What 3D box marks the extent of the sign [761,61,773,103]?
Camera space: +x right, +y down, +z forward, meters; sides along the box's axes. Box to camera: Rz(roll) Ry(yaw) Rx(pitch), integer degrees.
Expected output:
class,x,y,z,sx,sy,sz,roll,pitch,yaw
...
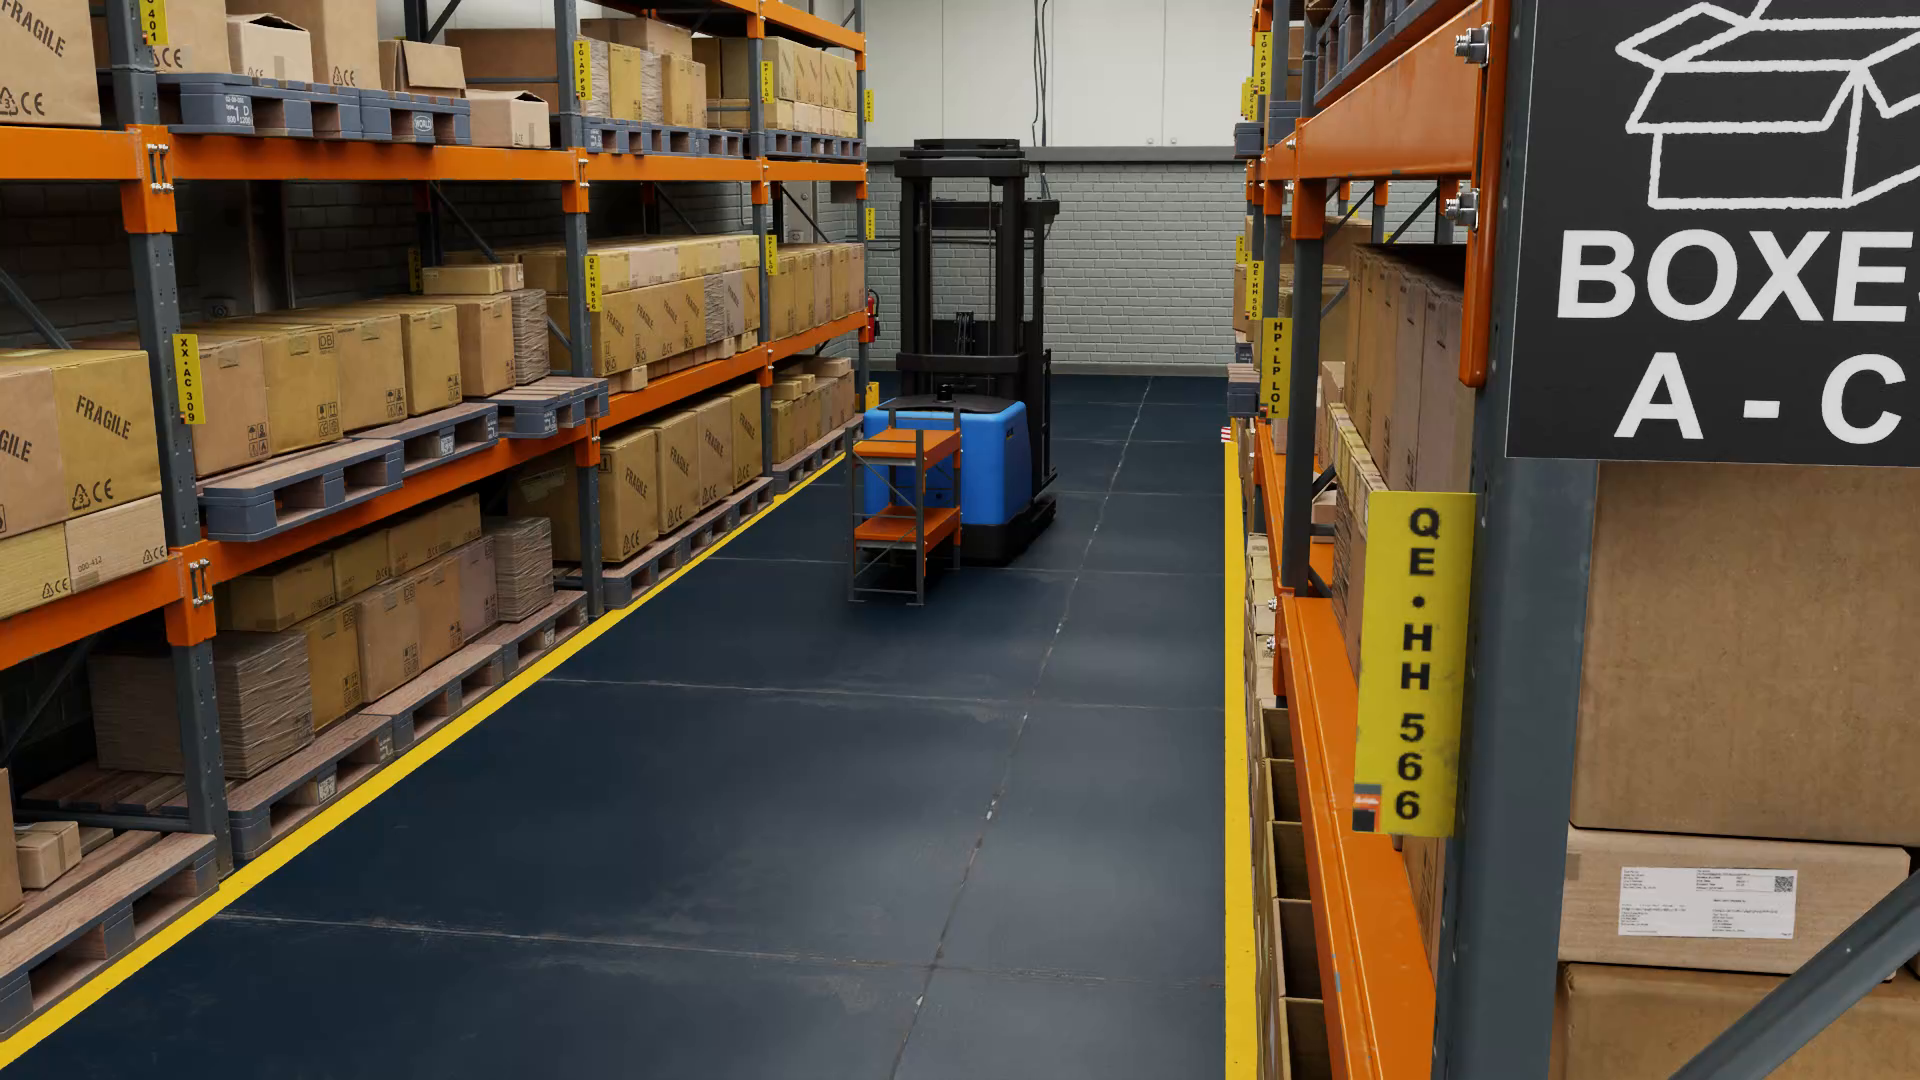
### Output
class,x,y,z,sx,sy,sz,roll,pitch,yaw
sign,-1.561,-3.696,13.430,0.100,0.325,0.005,2,12,9

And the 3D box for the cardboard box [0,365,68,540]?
class,x,y,z,sx,sy,sz,roll,pitch,yaw
cardboard box,-3.167,-0.264,5.127,0.500,0.500,0.500,2,12,8

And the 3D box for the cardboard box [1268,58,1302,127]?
class,x,y,z,sx,sy,sz,roll,pitch,yaw
cardboard box,2.216,-2.454,9.401,0.910,0.500,0.500,2,12,9

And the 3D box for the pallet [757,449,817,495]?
class,x,y,z,sx,sy,sz,roll,pitch,yaw
pallet,-1.904,-0.631,14.923,1.003,0.211,1.213,2,12,9

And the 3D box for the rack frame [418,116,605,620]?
class,x,y,z,sx,sy,sz,roll,pitch,yaw
rack frame,-2.713,-1.006,10.042,1.000,3.000,0.127,2,12,9

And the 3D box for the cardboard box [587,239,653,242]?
class,x,y,z,sx,sy,sz,roll,pitch,yaw
cardboard box,-2.572,-2.109,12.387,0.500,0.250,0.500,1,12,7

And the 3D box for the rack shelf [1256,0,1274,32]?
class,x,y,z,sx,sy,sz,roll,pitch,yaw
rack shelf,2.489,-3.648,10.719,1.077,0.370,4.000,2,12,9

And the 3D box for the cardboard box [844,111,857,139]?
class,x,y,z,sx,sy,sz,roll,pitch,yaw
cardboard box,-1.333,-4.158,16.668,0.500,0.250,0.500,2,12,10

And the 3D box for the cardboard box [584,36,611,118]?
class,x,y,z,sx,sy,sz,roll,pitch,yaw
cardboard box,-2.666,-2.951,10.666,0.700,0.500,0.500,1,12,6

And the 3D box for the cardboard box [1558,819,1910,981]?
class,x,y,z,sx,sy,sz,roll,pitch,yaw
cardboard box,0.822,0.367,1.893,0.380,0.149,0.250,2,12,8

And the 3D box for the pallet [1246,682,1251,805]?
class,x,y,z,sx,sy,sz,roll,pitch,yaw
pallet,1.827,0.940,7.631,1.003,0.211,1.213,2,12,9

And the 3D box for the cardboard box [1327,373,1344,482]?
class,x,y,z,sx,sy,sz,roll,pitch,yaw
cardboard box,1.859,-0.436,7.159,0.500,0.500,0.500,2,12,9

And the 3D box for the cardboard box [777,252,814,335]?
class,x,y,z,sx,sy,sz,roll,pitch,yaw
cardboard box,-1.881,-2.250,15.100,0.980,0.700,0.700,2,12,7

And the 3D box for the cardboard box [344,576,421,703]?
class,x,y,z,sx,sy,sz,roll,pitch,yaw
cardboard box,-3.084,0.465,8.103,0.700,0.500,0.500,2,12,9

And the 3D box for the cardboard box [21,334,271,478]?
class,x,y,z,sx,sy,sz,roll,pitch,yaw
cardboard box,-3.217,-0.542,6.608,0.700,0.500,0.500,2,12,9

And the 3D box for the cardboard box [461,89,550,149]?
class,x,y,z,sx,sy,sz,roll,pitch,yaw
cardboard box,-2.557,-2.280,8.998,0.500,0.311,0.500,2,12,9

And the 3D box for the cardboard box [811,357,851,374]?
class,x,y,z,sx,sy,sz,roll,pitch,yaw
cardboard box,-1.332,-1.790,17.078,0.380,0.149,0.250,2,12,8

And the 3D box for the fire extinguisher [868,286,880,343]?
class,x,y,z,sx,sy,sz,roll,pitch,yaw
fire extinguisher,-1.004,-2.468,17.894,0.296,0.674,0.183,2,12,9

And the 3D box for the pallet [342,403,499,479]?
class,x,y,z,sx,sy,sz,roll,pitch,yaw
pallet,-2.977,-0.499,8.144,1.003,0.211,1.213,2,12,9

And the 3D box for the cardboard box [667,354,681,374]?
class,x,y,z,sx,sy,sz,roll,pitch,yaw
cardboard box,-2.209,-1.274,11.833,0.380,0.149,0.250,2,12,9

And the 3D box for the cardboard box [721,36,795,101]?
class,x,y,z,sx,sy,sz,roll,pitch,yaw
cardboard box,-1.712,-3.992,14.119,0.500,0.500,0.500,2,12,8

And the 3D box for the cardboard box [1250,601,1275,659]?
class,x,y,z,sx,sy,sz,roll,pitch,yaw
cardboard box,1.579,0.440,7.528,0.500,0.311,0.500,2,12,8

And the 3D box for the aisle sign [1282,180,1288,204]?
class,x,y,z,sx,sy,sz,roll,pitch,yaw
aisle sign,3.133,-3.806,16.865,0.394,0.787,0.004,2,12,9

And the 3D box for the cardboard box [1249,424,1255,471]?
class,x,y,z,sx,sy,sz,roll,pitch,yaw
cardboard box,2.251,-0.633,11.422,0.500,0.250,0.500,2,12,8

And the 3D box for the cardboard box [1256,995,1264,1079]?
class,x,y,z,sx,sy,sz,roll,pitch,yaw
cardboard box,1.032,1.420,4.316,0.500,0.250,0.500,2,12,9

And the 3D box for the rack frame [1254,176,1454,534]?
class,x,y,z,sx,sy,sz,roll,pitch,yaw
rack frame,2.182,-0.846,9.301,1.000,3.000,0.127,2,12,9

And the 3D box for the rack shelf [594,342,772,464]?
class,x,y,z,sx,sy,sz,roll,pitch,yaw
rack shelf,-2.406,-1.071,12.050,1.077,0.370,4.000,2,12,9

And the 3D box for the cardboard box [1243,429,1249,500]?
class,x,y,z,sx,sy,sz,roll,pitch,yaw
cardboard box,2.482,-0.579,12.951,0.500,0.500,0.500,1,12,6

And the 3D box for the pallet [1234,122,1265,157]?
class,x,y,z,sx,sy,sz,roll,pitch,yaw
pallet,2.471,-2.704,11.247,1.213,0.211,1.003,2,12,9

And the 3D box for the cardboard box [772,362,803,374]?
class,x,y,z,sx,sy,sz,roll,pitch,yaw
cardboard box,-1.786,-1.698,16.649,0.380,0.149,0.250,2,12,9

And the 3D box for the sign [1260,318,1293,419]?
class,x,y,z,sx,sy,sz,roll,pitch,yaw
sign,1.029,-0.557,5.396,0.100,0.325,0.005,2,12,9

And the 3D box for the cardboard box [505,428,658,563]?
class,x,y,z,sx,sy,sz,roll,pitch,yaw
cardboard box,-2.471,-0.309,10.915,0.750,0.750,0.750,2,12,8

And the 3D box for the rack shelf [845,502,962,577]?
class,x,y,z,sx,sy,sz,roll,pitch,yaw
rack shelf,-0.358,-0.013,11.044,0.538,0.278,1.000,3,12,13

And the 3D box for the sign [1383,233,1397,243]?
class,x,y,z,sx,sy,sz,roll,pitch,yaw
sign,3.346,-2.228,12.963,0.100,0.325,0.005,2,12,9

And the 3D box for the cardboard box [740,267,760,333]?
class,x,y,z,sx,sy,sz,roll,pitch,yaw
cardboard box,-1.920,-1.939,13.378,0.500,0.500,0.500,2,12,8

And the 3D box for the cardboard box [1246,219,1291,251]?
class,x,y,z,sx,sy,sz,roll,pitch,yaw
cardboard box,2.851,-2.647,15.044,0.500,0.500,0.500,2,12,8

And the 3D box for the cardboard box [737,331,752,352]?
class,x,y,z,sx,sy,sz,roll,pitch,yaw
cardboard box,-1.886,-1.593,13.314,0.380,0.149,0.250,2,12,10

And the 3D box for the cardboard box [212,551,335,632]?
class,x,y,z,sx,sy,sz,roll,pitch,yaw
cardboard box,-3.168,0.221,7.456,0.500,0.250,0.500,2,12,7

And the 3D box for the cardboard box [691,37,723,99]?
class,x,y,z,sx,sy,sz,roll,pitch,yaw
cardboard box,-2.221,-4.006,14.182,0.500,0.500,0.500,2,12,8

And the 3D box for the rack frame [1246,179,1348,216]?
class,x,y,z,sx,sy,sz,roll,pitch,yaw
rack frame,3.412,-2.512,17.029,1.000,3.000,0.127,2,12,9

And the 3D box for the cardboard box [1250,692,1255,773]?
class,x,y,z,sx,sy,sz,roll,pitch,yaw
cardboard box,1.502,0.818,7.110,0.500,0.250,0.500,2,12,10

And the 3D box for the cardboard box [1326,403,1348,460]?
class,x,y,z,sx,sy,sz,roll,pitch,yaw
cardboard box,1.334,-0.330,5.128,0.380,0.149,0.250,2,12,9

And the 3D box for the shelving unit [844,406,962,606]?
class,x,y,z,sx,sy,sz,roll,pitch,yaw
shelving unit,-0.358,-0.252,10.993,0.538,1.125,1.048,3,12,13

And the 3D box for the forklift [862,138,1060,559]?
class,x,y,z,sx,sy,sz,roll,pitch,yaw
forklift,0.145,-1.562,12.783,1.130,2.935,3.031,3,12,13

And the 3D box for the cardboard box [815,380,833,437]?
class,x,y,z,sx,sy,sz,roll,pitch,yaw
cardboard box,-1.646,-1.297,16.328,0.700,0.500,0.500,1,12,7

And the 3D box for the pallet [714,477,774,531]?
class,x,y,z,sx,sy,sz,roll,pitch,yaw
pallet,-2.142,-0.313,13.443,1.003,0.211,1.213,2,12,9

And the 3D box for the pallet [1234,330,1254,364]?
class,x,y,z,sx,sy,sz,roll,pitch,yaw
pallet,2.566,-1.422,12.430,1.003,0.211,1.213,2,12,9

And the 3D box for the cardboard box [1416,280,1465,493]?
class,x,y,z,sx,sy,sz,roll,pitch,yaw
cardboard box,1.196,-0.187,2.923,0.700,0.500,0.500,2,12,9

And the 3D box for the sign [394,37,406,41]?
class,x,y,z,sx,sy,sz,roll,pitch,yaw
sign,-3.261,-2.784,9.755,0.100,0.325,0.005,2,12,9

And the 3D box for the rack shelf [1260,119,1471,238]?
class,x,y,z,sx,sy,sz,roll,pitch,yaw
rack shelf,1.874,-1.545,7.129,1.077,0.370,4.000,2,12,9

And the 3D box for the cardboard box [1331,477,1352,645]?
class,x,y,z,sx,sy,sz,roll,pitch,yaw
cardboard box,1.505,0.030,4.997,0.700,0.500,0.500,2,12,7

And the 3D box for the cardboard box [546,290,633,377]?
class,x,y,z,sx,sy,sz,roll,pitch,yaw
cardboard box,-2.386,-1.303,10.429,0.500,0.500,0.500,2,12,10

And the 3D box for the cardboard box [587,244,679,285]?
class,x,y,z,sx,sy,sz,roll,pitch,yaw
cardboard box,-2.234,-1.879,11.322,0.500,0.250,0.500,2,12,9
